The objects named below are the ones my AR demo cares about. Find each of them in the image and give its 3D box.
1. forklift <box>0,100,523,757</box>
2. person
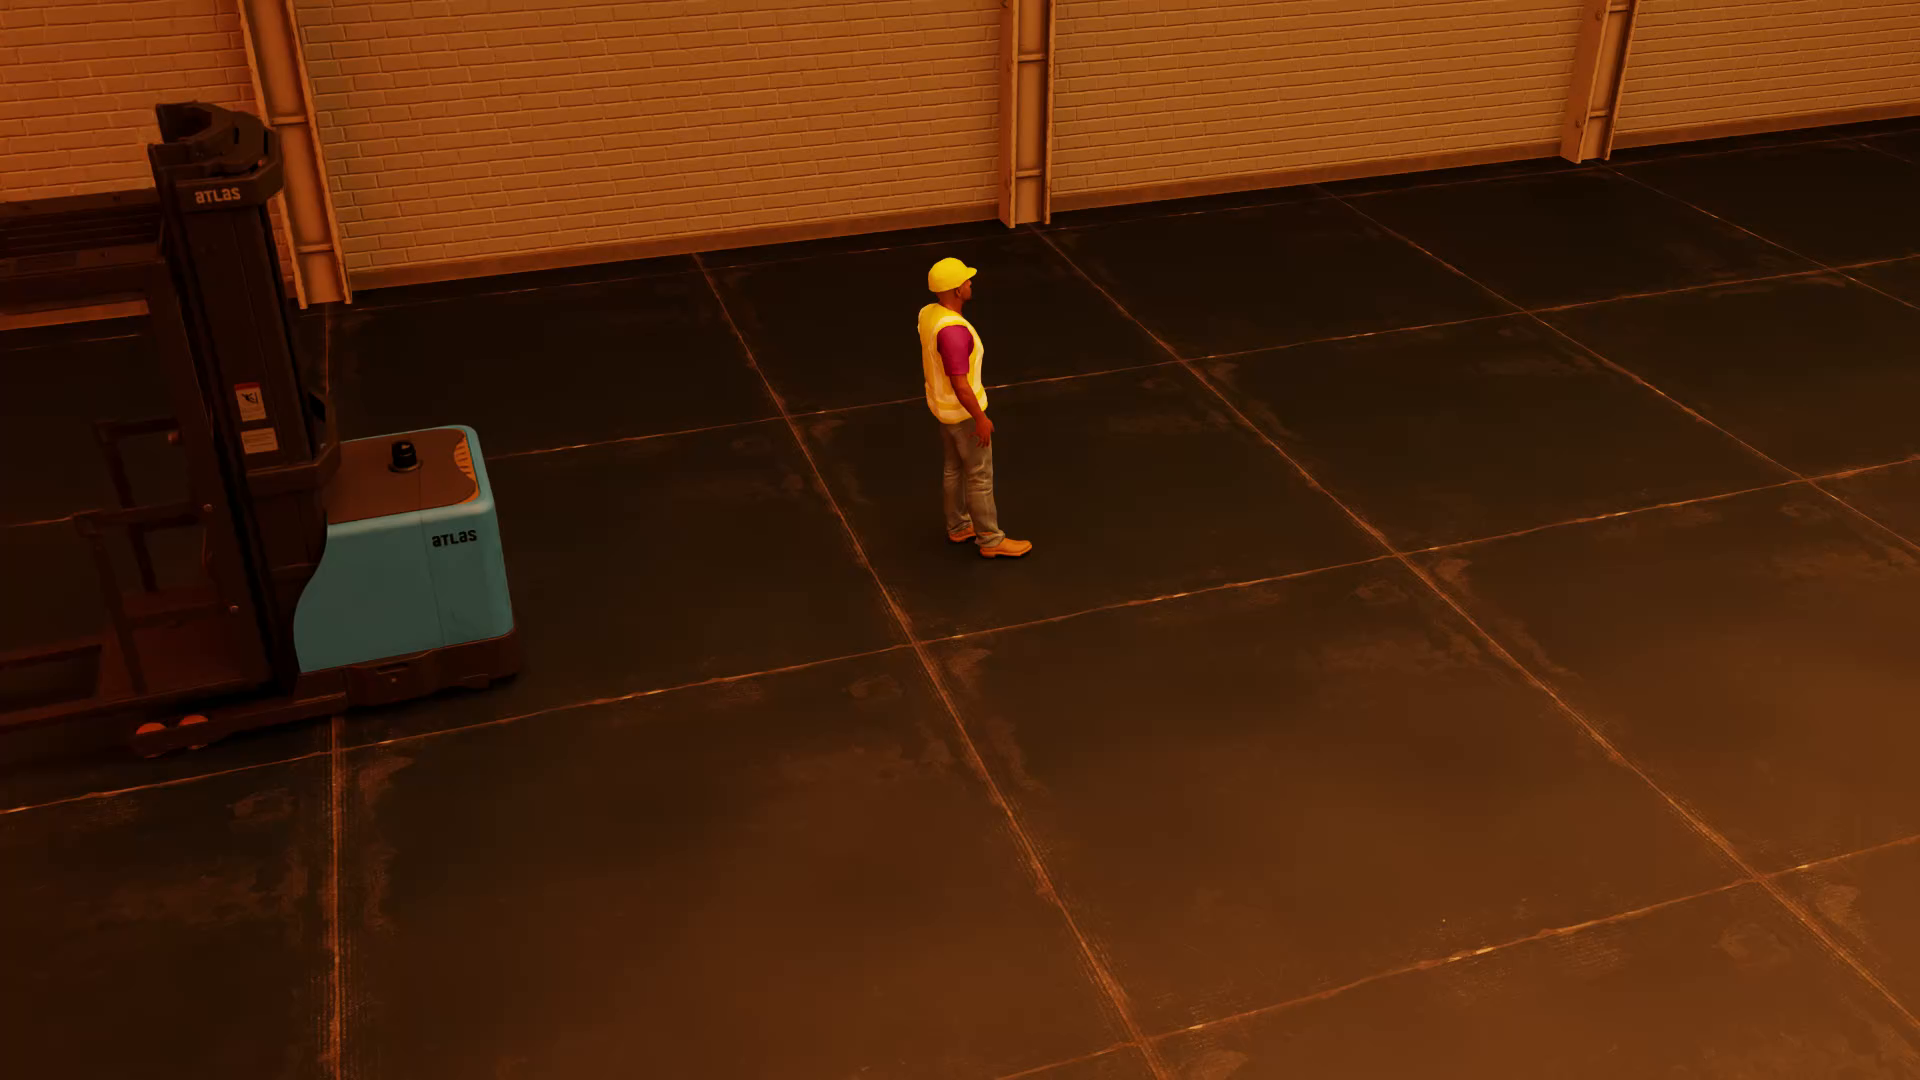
[{"bbox_3d":[-3.872,-0.501,7.958,3.031,2.935,1.130,-10,31,-17],"label":"forklift"},{"bbox_3d":[0.068,-0.780,9.596,0.575,1.768,0.665,-10,31,-16],"label":"person"}]
